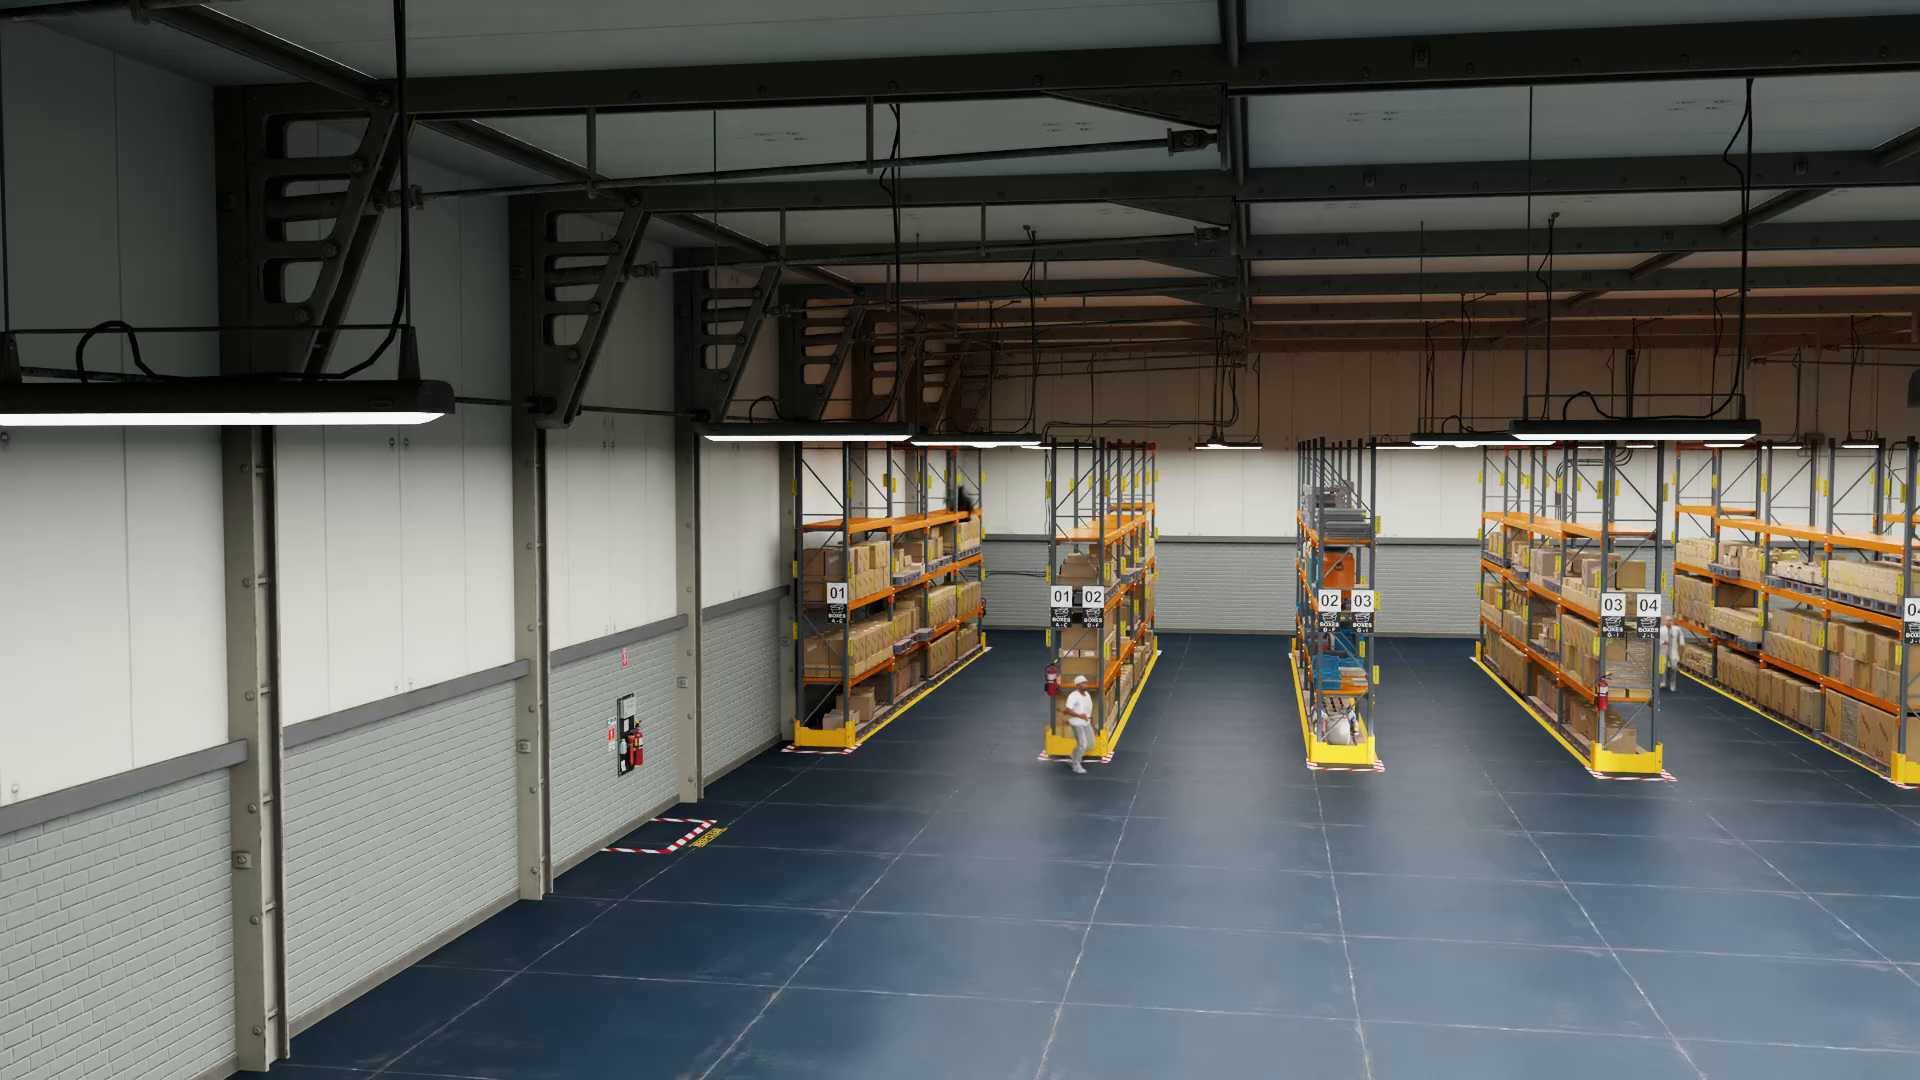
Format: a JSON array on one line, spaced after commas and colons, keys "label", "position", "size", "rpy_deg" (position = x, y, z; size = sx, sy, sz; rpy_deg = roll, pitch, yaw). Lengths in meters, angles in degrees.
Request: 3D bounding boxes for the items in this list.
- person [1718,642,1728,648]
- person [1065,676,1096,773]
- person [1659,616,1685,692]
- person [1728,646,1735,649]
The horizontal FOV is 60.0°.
[{"label": "person", "position": [20.941, 2.455, 45.569], "size": [0.863, 1.787, 0.649], "rpy_deg": [0, 3, 6]}, {"label": "person", "position": [2.185, 3.298, 29.788], "size": [0.589, 1.741, 0.749], "rpy_deg": [2, 4, 39]}, {"label": "person", "position": [17.014, 2.746, 39.912], "size": [0.740, 1.857, 0.811], "rpy_deg": [1, 3, 12]}, {"label": "person", "position": [20.965, 2.522, 45.303], "size": [0.684, 1.562, 1.044], "rpy_deg": [-1, 3, -16]}]
